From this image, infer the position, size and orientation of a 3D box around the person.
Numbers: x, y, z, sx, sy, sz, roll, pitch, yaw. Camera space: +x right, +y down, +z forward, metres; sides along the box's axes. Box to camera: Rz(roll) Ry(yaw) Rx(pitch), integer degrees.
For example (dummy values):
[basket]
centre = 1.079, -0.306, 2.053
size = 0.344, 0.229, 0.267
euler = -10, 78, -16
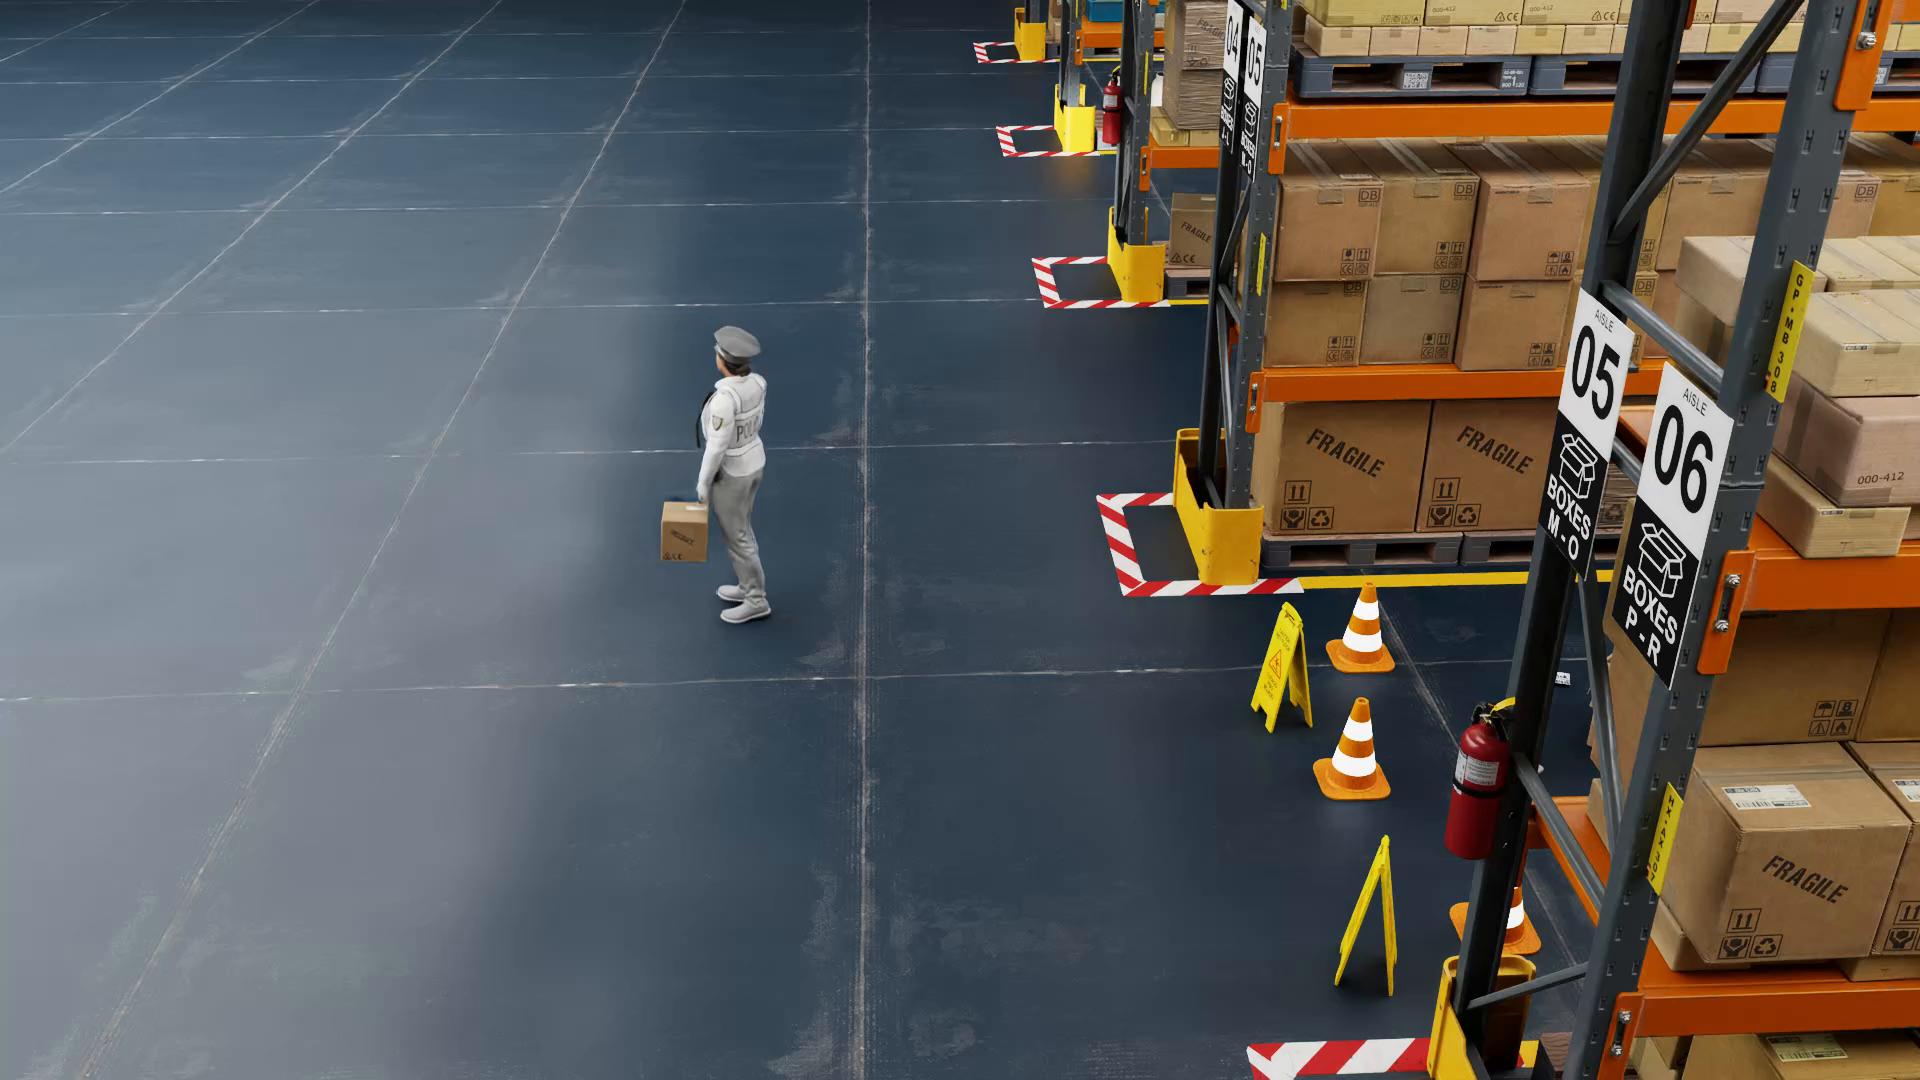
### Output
[person]
centre = -1.251, -0.384, 9.312
size = 0.411, 1.676, 0.574
euler = 19, 33, 32
